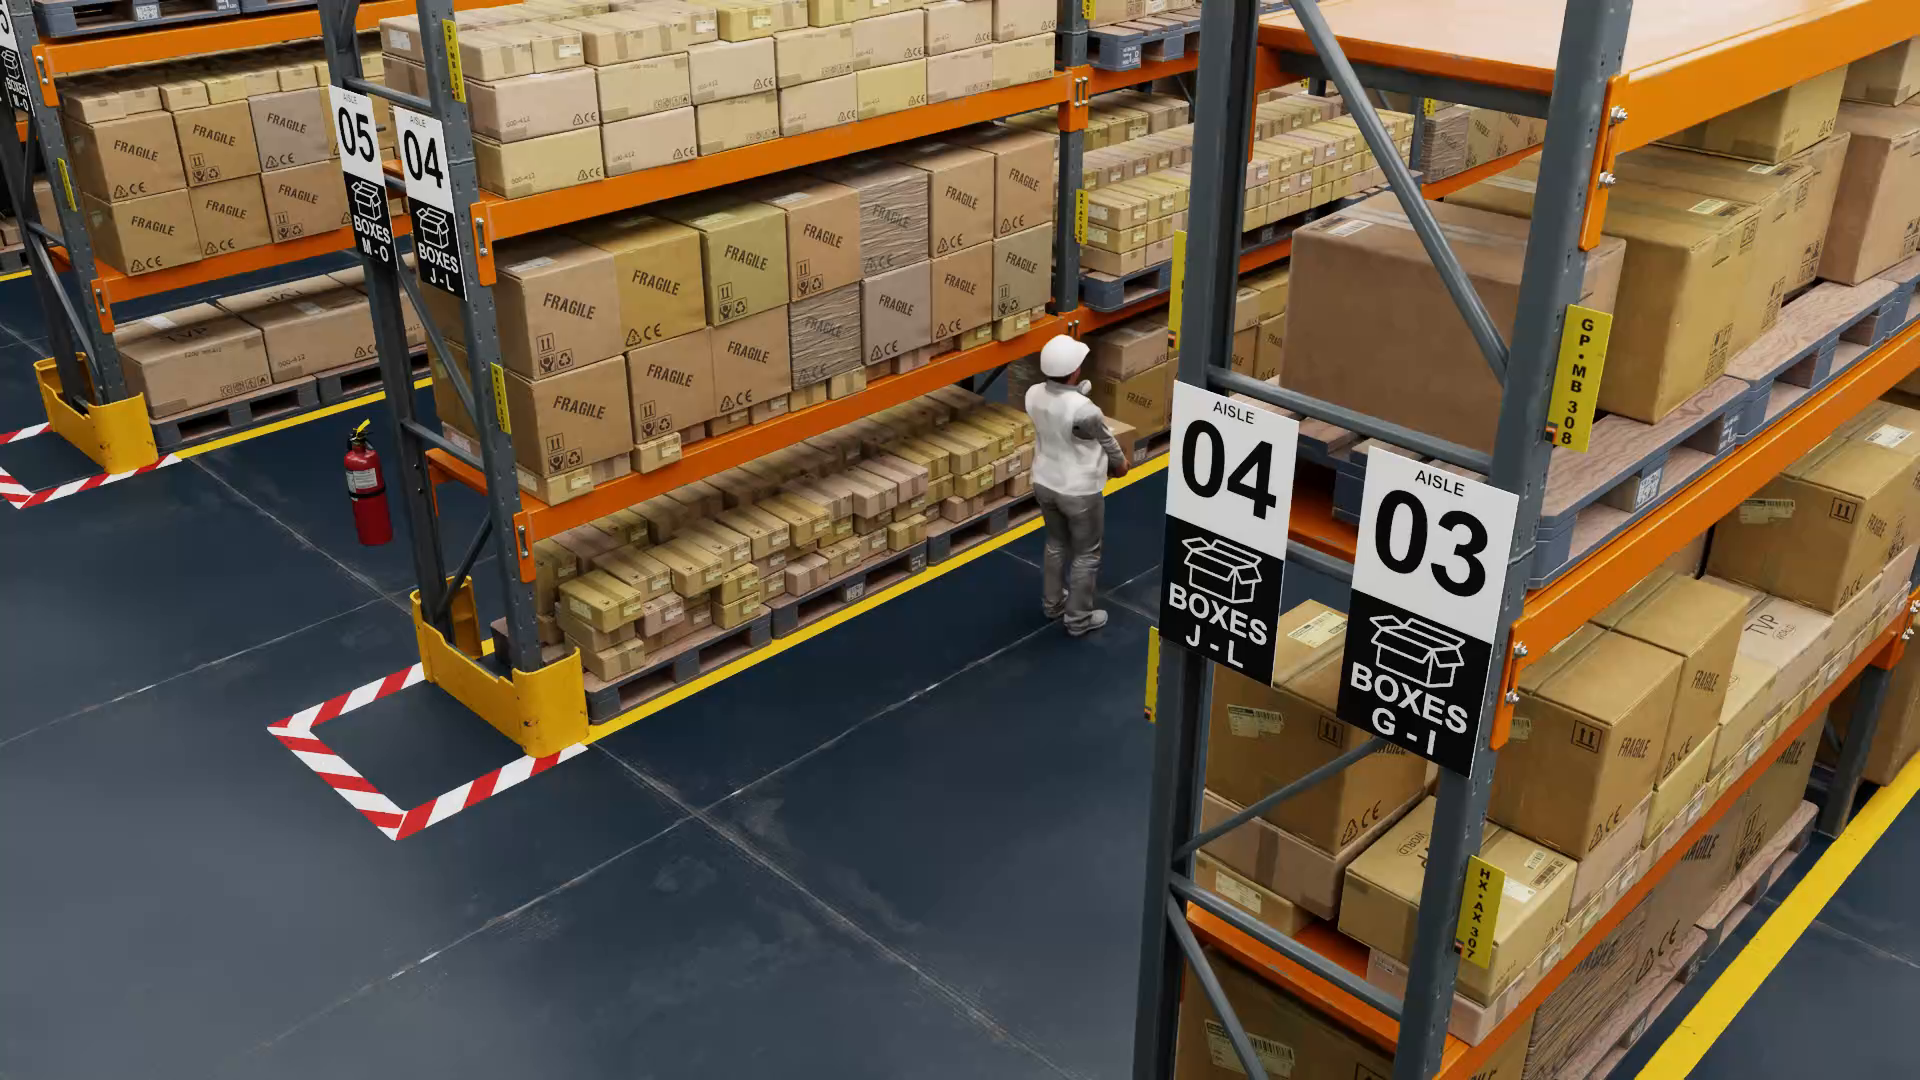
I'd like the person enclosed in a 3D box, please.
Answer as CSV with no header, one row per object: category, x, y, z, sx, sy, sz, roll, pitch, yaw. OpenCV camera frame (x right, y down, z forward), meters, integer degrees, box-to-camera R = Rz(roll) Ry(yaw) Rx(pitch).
person,0.654,-0.342,9.257,0.494,1.762,0.556,25,36,39
